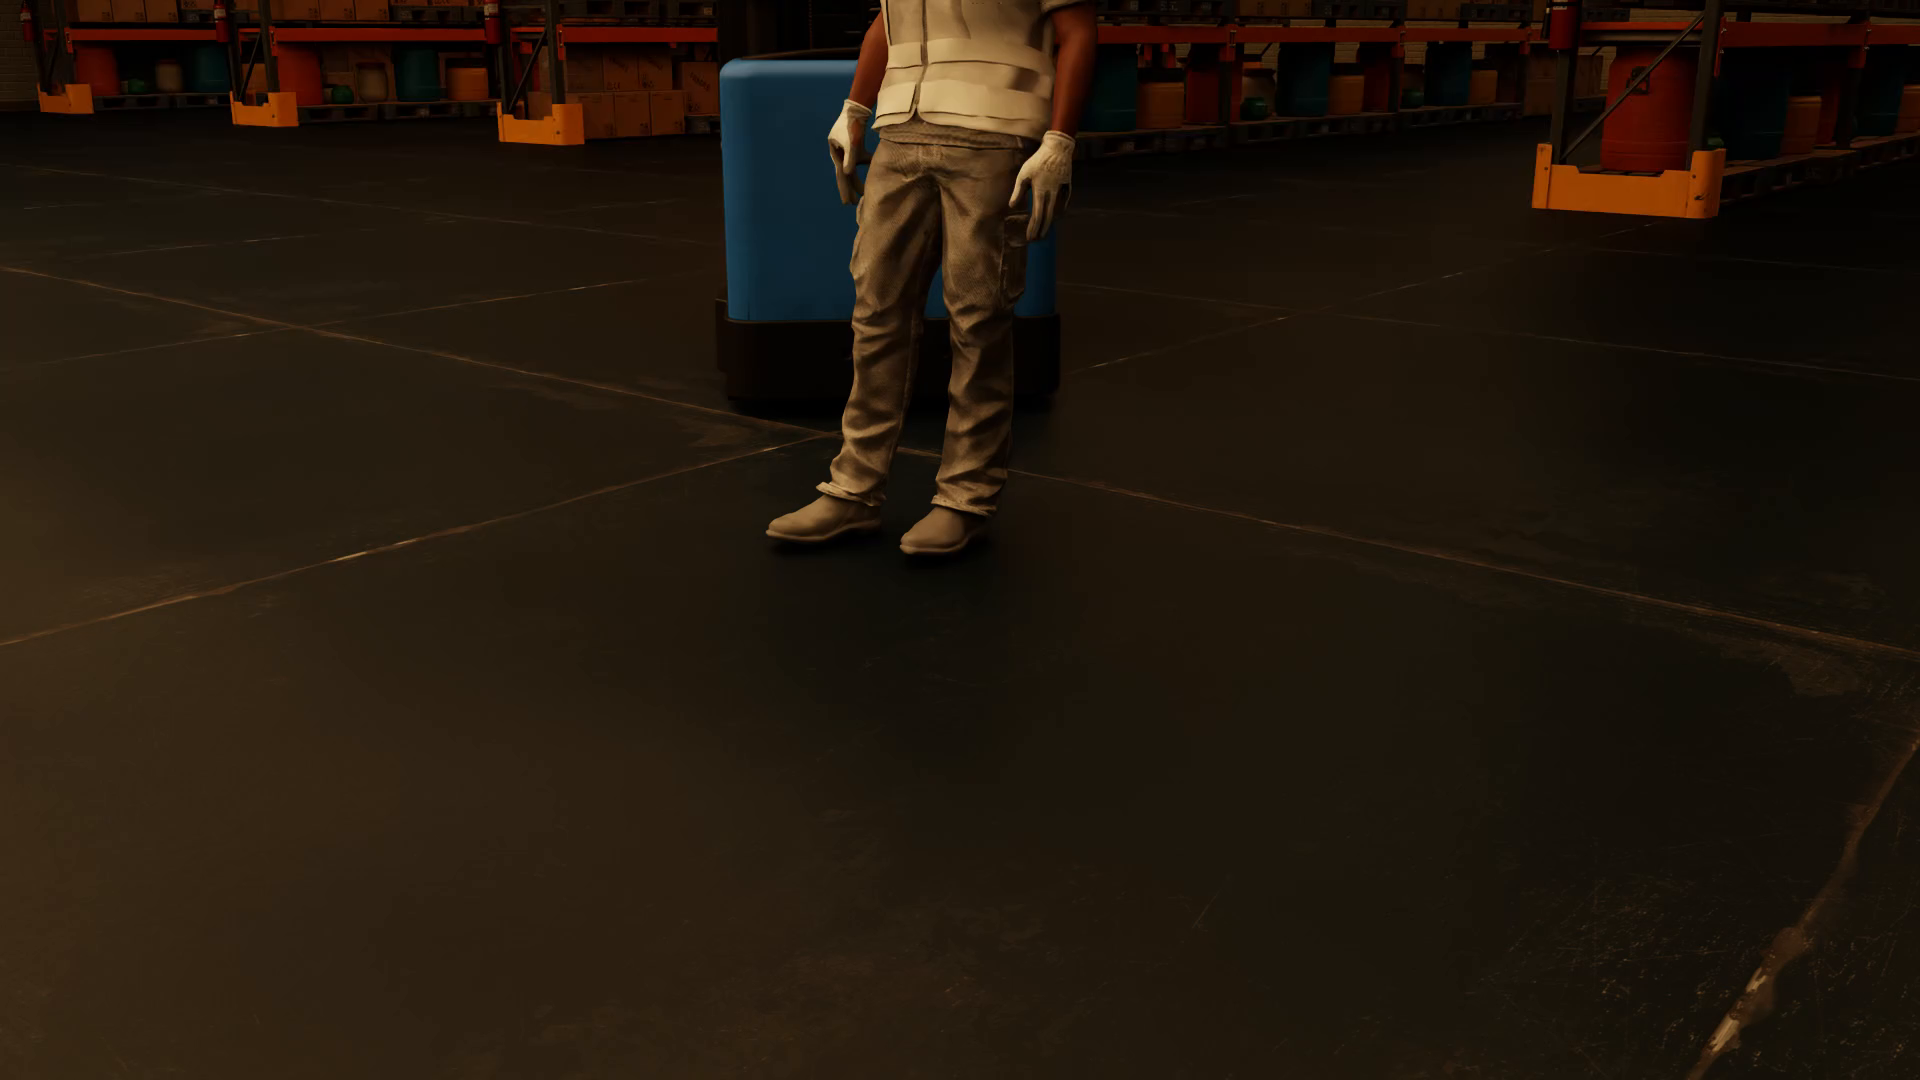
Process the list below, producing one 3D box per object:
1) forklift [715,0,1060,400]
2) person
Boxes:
[{"bbox_3d":[-0.365,-2.216,6.194,1.130,2.935,3.031,-2,17,-6],"label":"forklift"},{"bbox_3d":[-0.052,-0.845,3.632,0.656,1.784,0.575,13,21,37],"label":"person"}]
